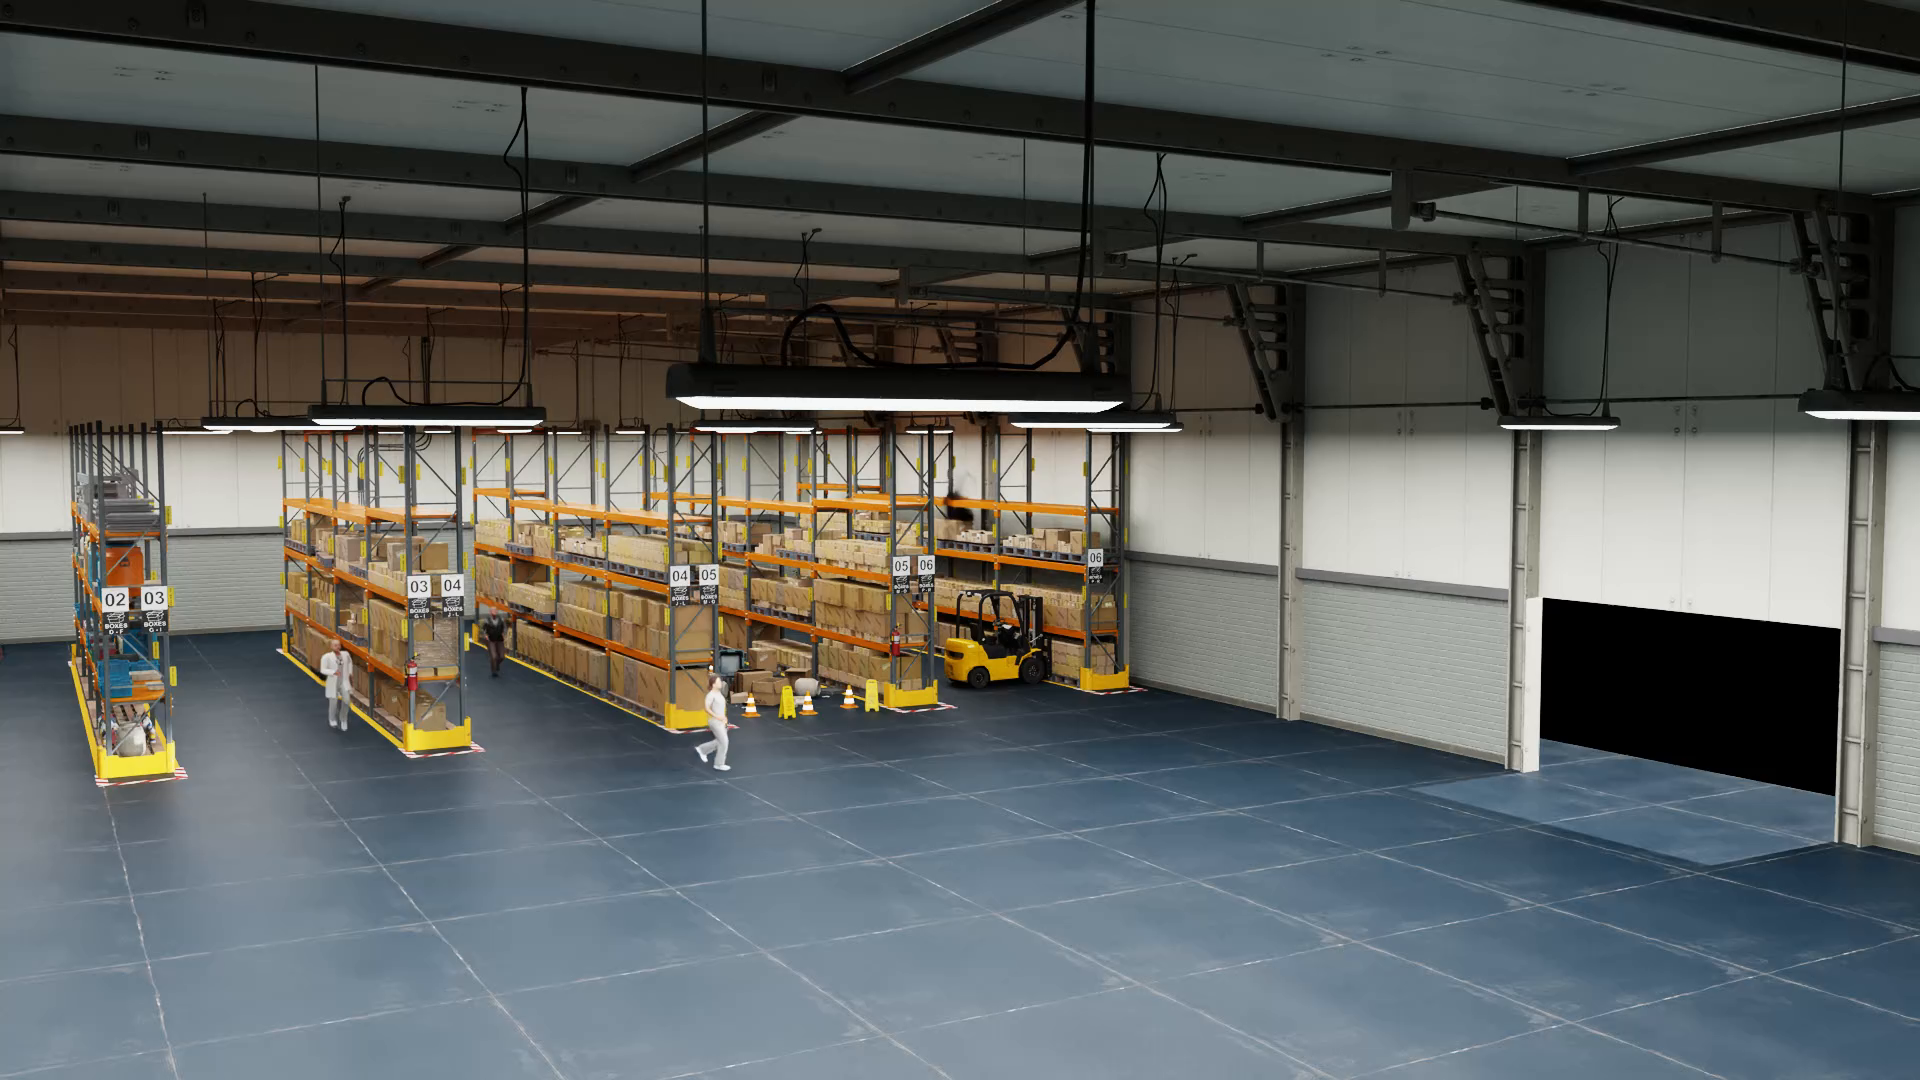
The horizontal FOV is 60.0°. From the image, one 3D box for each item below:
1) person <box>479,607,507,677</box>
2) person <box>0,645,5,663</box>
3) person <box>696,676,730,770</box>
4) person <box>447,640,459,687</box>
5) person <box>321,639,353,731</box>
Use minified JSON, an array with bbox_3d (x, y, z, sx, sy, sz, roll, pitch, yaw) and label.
[{"bbox_3d":[-11.140,2.429,39.766,0.659,1.673,0.614,-2,4,-28],"label":"person"},{"bbox_3d":[-20.099,2.734,34.333,0.702,1.738,0.627,-3,5,-41],"label":"person"},{"bbox_3d":[-4.261,3.144,28.615,0.641,1.613,0.583,1,4,11],"label":"person"},{"bbox_3d":[-11.549,2.573,37.944,0.539,1.606,0.829,-3,5,-39],"label":"person"},{"bbox_3d":[-12.140,2.837,32.453,0.668,1.807,0.878,-2,4,-34],"label":"person"}]
